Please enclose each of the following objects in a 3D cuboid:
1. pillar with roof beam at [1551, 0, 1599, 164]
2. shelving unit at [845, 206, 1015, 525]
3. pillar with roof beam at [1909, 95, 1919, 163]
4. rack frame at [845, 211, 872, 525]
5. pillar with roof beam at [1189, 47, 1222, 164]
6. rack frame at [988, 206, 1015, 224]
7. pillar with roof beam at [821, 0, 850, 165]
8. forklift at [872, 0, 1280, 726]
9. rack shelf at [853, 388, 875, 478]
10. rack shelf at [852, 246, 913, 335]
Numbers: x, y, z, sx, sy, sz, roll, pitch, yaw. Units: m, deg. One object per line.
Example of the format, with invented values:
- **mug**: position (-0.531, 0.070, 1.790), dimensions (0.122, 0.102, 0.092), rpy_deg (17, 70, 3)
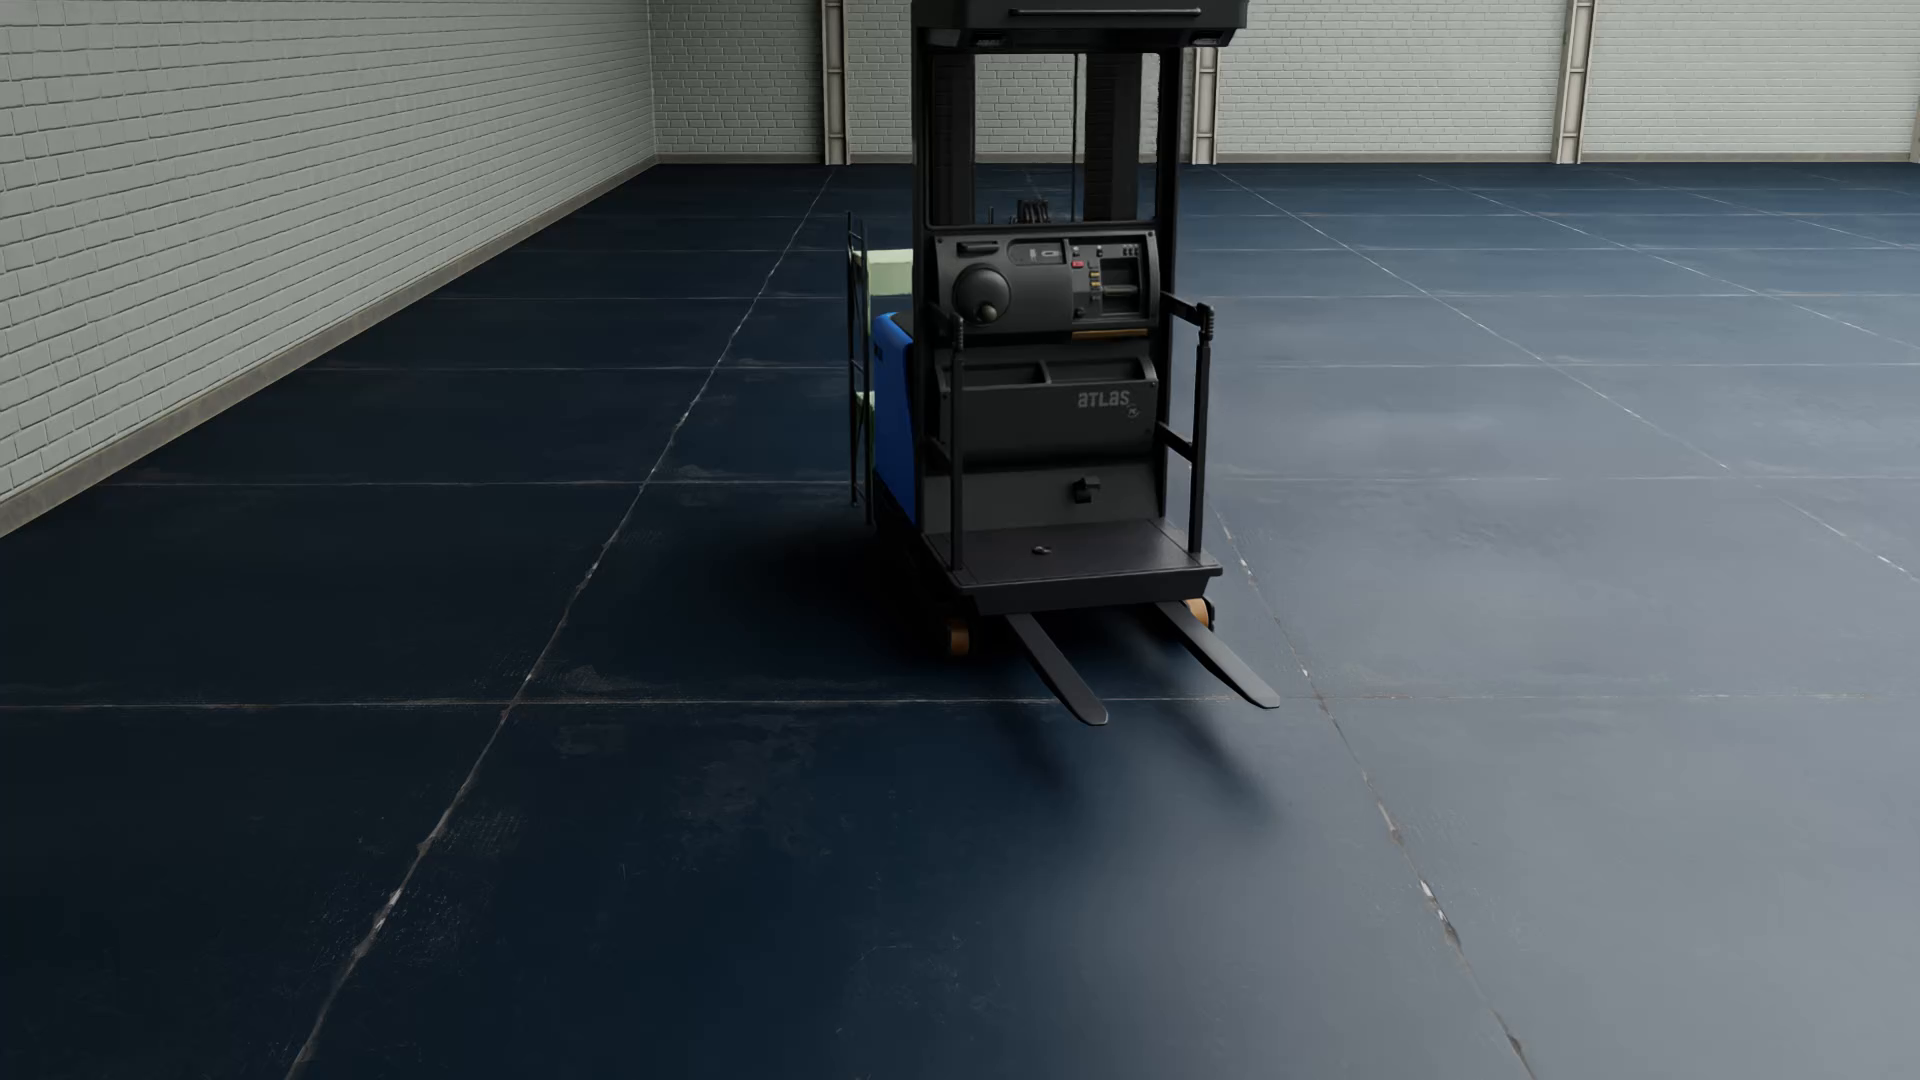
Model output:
- **pillar with roof beam**: position (10.061, -9.199, 21.991), dimensions (0.400, 9.000, 9.100), rpy_deg (0, 18, -1)
- **shelving unit**: position (-0.150, -0.880, 8.336), dimensions (0.755, 1.500, 0.431), rpy_deg (-5, 18, -14)
- **pillar with roof beam**: position (16.060, -9.228, 22.081), dimensions (0.400, 9.000, 9.100), rpy_deg (0, 18, -1)
- **rack frame**: position (-0.503, -0.851, 8.244), dimensions (0.023, 1.500, 0.400), rpy_deg (-5, 18, -14)
- **pillar with roof beam**: position (4.062, -9.170, 21.901), dimensions (0.400, 9.000, 9.100), rpy_deg (0, 18, -1)
- **rack frame**: position (0.203, -0.909, 8.427), dimensions (0.023, 1.500, 0.400), rpy_deg (-5, 18, -14)
- **pillar with roof beam**: position (-1.938, -9.141, 21.810), dimensions (0.400, 9.000, 9.100), rpy_deg (0, 18, -1)
- **forklift**: position (0.407, -1.053, 6.531), dimensions (1.130, 2.935, 3.031), rpy_deg (-4, 18, -12)
- **rack shelf**: position (-0.150, -0.570, 8.435), dimensions (0.720, 0.370, 0.431), rpy_deg (-5, 18, -14)
- **rack shelf**: position (-0.150, -1.252, 8.217), dimensions (0.720, 0.370, 0.431), rpy_deg (-5, 18, -14)
